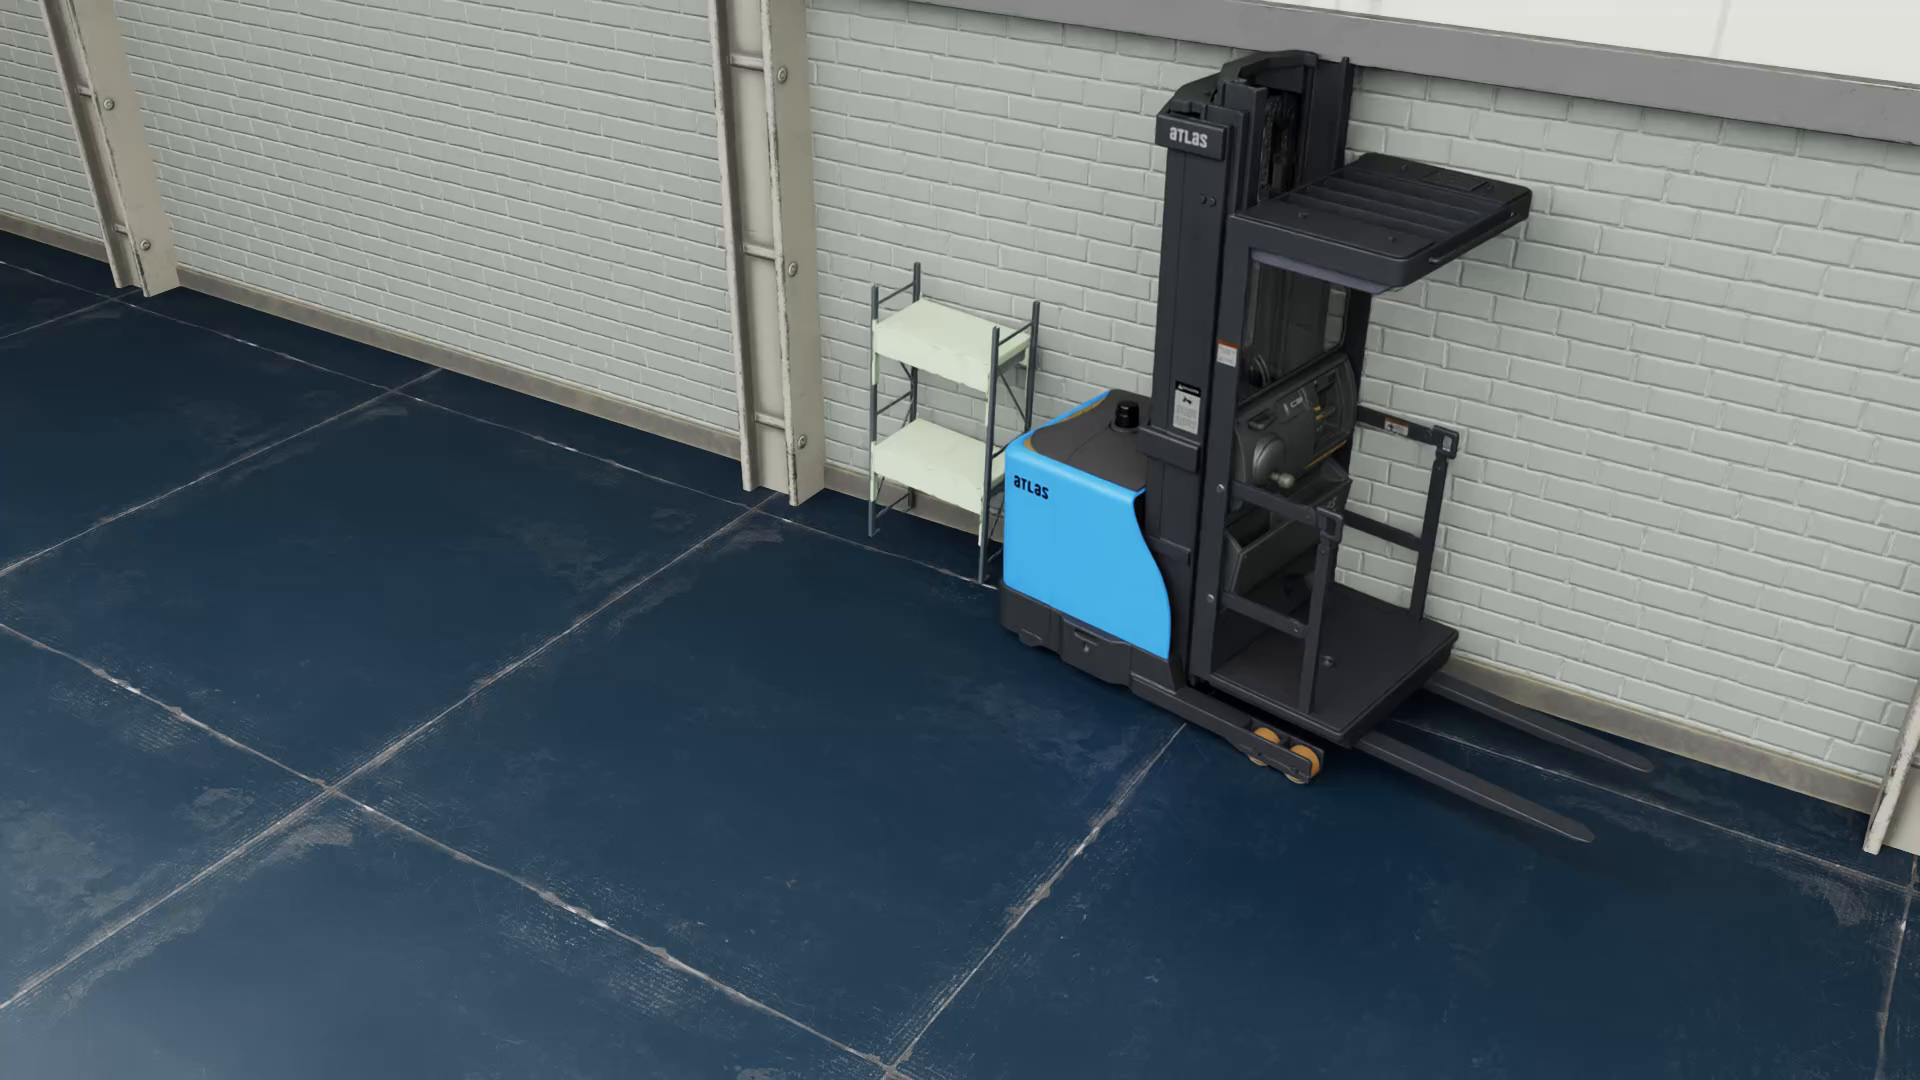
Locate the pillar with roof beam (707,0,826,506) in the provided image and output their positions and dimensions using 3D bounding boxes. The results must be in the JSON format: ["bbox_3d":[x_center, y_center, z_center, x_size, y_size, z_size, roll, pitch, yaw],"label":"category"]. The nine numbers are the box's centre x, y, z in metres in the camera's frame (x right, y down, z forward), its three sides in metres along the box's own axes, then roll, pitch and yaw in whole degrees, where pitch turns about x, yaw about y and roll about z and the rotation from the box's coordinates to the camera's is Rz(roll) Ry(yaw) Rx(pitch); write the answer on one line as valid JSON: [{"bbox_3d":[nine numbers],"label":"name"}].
[{"bbox_3d":[-3.316,-2.362,4.369,0.400,9.000,9.100,18,35,27],"label":"pillar with roof beam"}]

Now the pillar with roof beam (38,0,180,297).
[{"bbox_3d":[-8.398,-3.969,7.124,0.400,9.000,9.100,18,35,27],"label":"pillar with roof beam"}]

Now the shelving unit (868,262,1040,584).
[{"bbox_3d":[-0.053,-0.606,8.733,0.755,1.500,0.431,22,38,27],"label":"shelving unit"}]

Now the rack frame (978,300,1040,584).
[{"bbox_3d":[0.249,-0.481,8.567,0.023,1.500,0.400,22,38,27],"label":"rack frame"}]

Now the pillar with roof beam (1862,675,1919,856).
[{"bbox_3d":[1.766,-0.755,1.613,0.400,9.000,9.100,18,35,27],"label":"pillar with roof beam"}]

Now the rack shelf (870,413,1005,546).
[{"bbox_3d":[-0.066,-0.334,8.913,0.720,0.370,0.431,22,38,27],"label":"rack shelf"}]

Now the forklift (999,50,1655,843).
[{"bbox_3d":[1.635,-0.484,7.170,3.031,2.935,1.130,24,38,35],"label":"forklift"}]

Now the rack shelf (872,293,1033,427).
[{"bbox_3d":[-0.037,-0.931,8.518,0.720,0.370,0.431,22,38,27],"label":"rack shelf"}]

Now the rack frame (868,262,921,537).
[{"bbox_3d":[-0.354,-0.730,8.900,0.023,1.500,0.400,22,38,27],"label":"rack frame"}]
